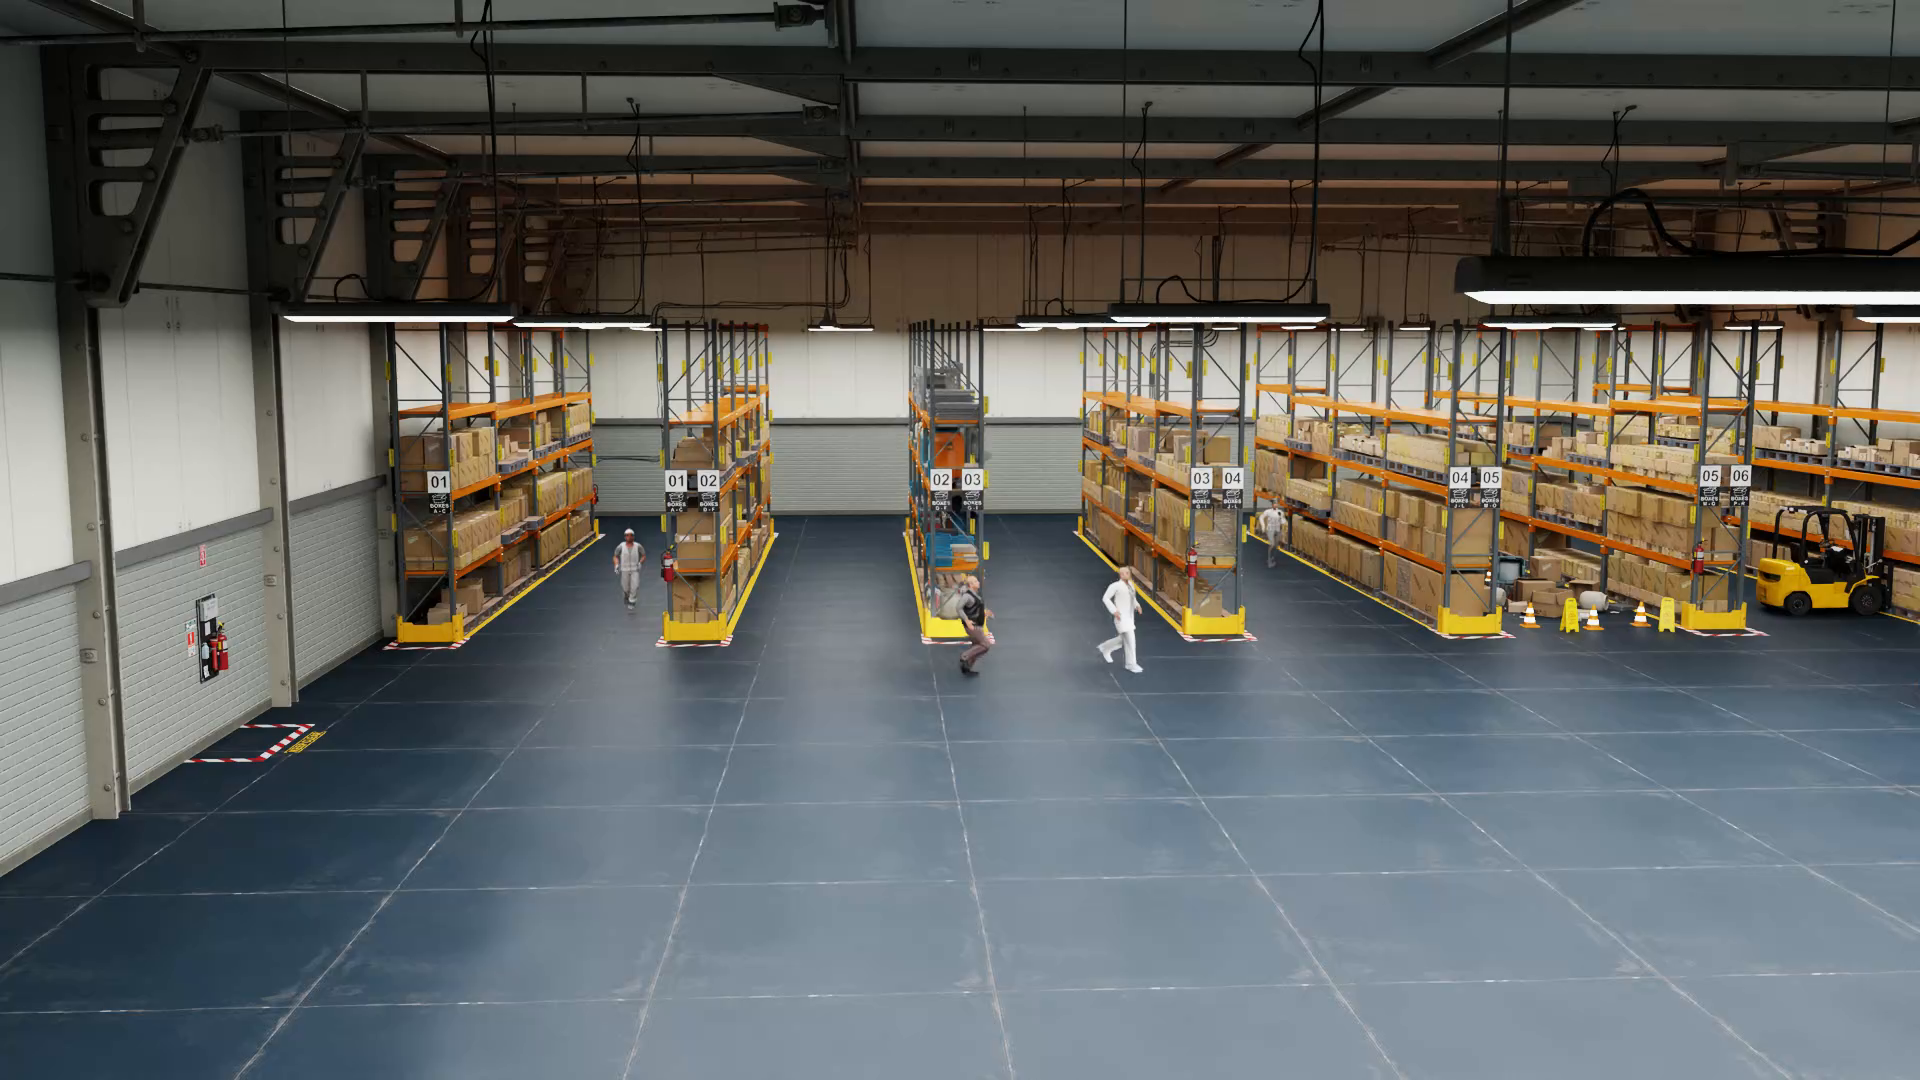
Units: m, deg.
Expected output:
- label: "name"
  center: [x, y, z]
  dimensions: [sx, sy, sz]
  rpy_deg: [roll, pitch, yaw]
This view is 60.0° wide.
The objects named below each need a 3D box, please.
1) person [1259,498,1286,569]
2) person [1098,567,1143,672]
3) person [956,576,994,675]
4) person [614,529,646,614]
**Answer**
- label: "person"
  center: [7.730, -0.172, 40.995]
  dimensions: [0.576, 1.749, 0.732]
  rpy_deg: [-1, 7, -9]
- label: "person"
  center: [2.760, 1.341, 28.535]
  dimensions: [0.946, 1.783, 0.722]
  rpy_deg: [5, 9, 35]
- label: "person"
  center: [0.279, 1.444, 27.914]
  dimensions: [0.575, 1.673, 0.645]
  rpy_deg: [2, 7, 16]
- label: "person"
  center: [-6.792, 0.641, 34.257]
  dimensions: [0.657, 1.743, 0.605]
  rpy_deg: [-2, 7, -14]
